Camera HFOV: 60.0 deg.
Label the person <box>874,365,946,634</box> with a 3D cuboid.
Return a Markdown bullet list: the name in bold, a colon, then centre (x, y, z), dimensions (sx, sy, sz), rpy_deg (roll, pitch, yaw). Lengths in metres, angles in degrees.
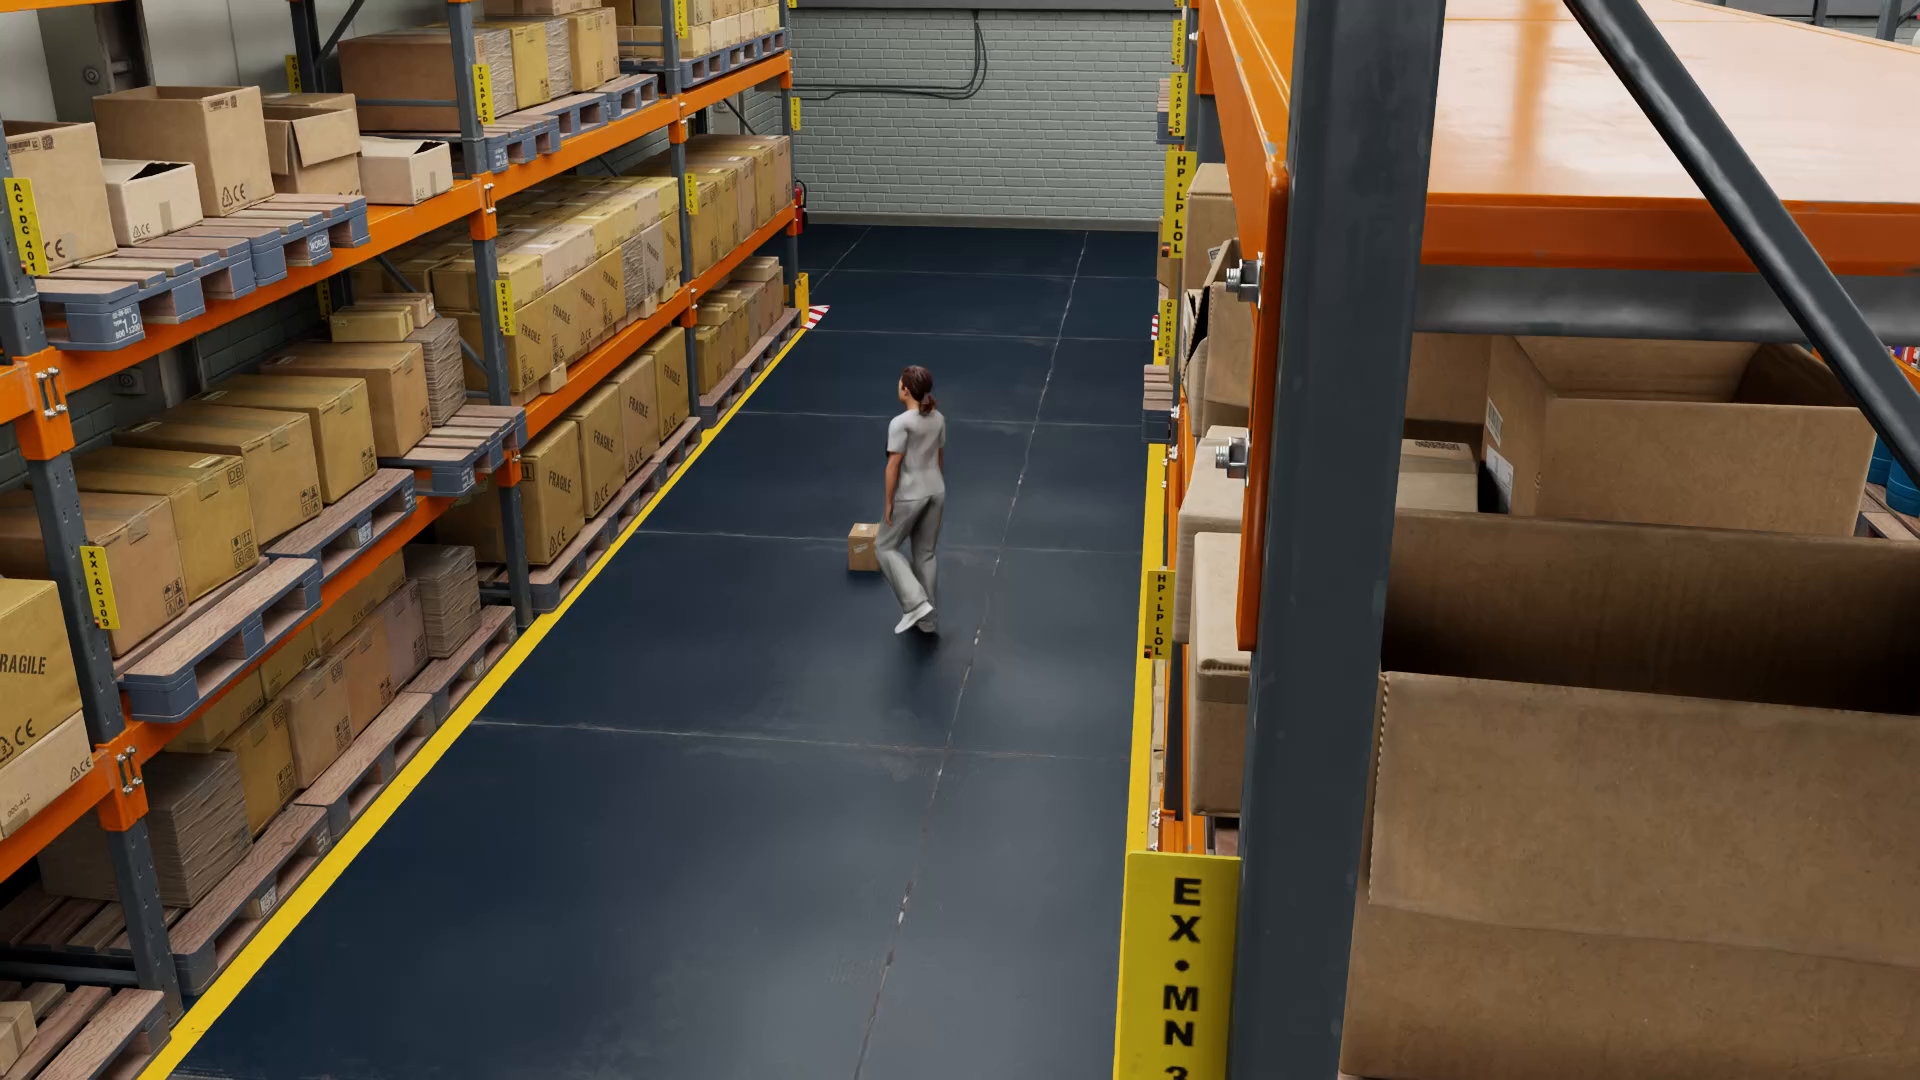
- **person**: centre (-0.240, -0.227, 10.141), dimensions (0.519, 1.650, 0.495), rpy_deg (-17, 27, -38)
